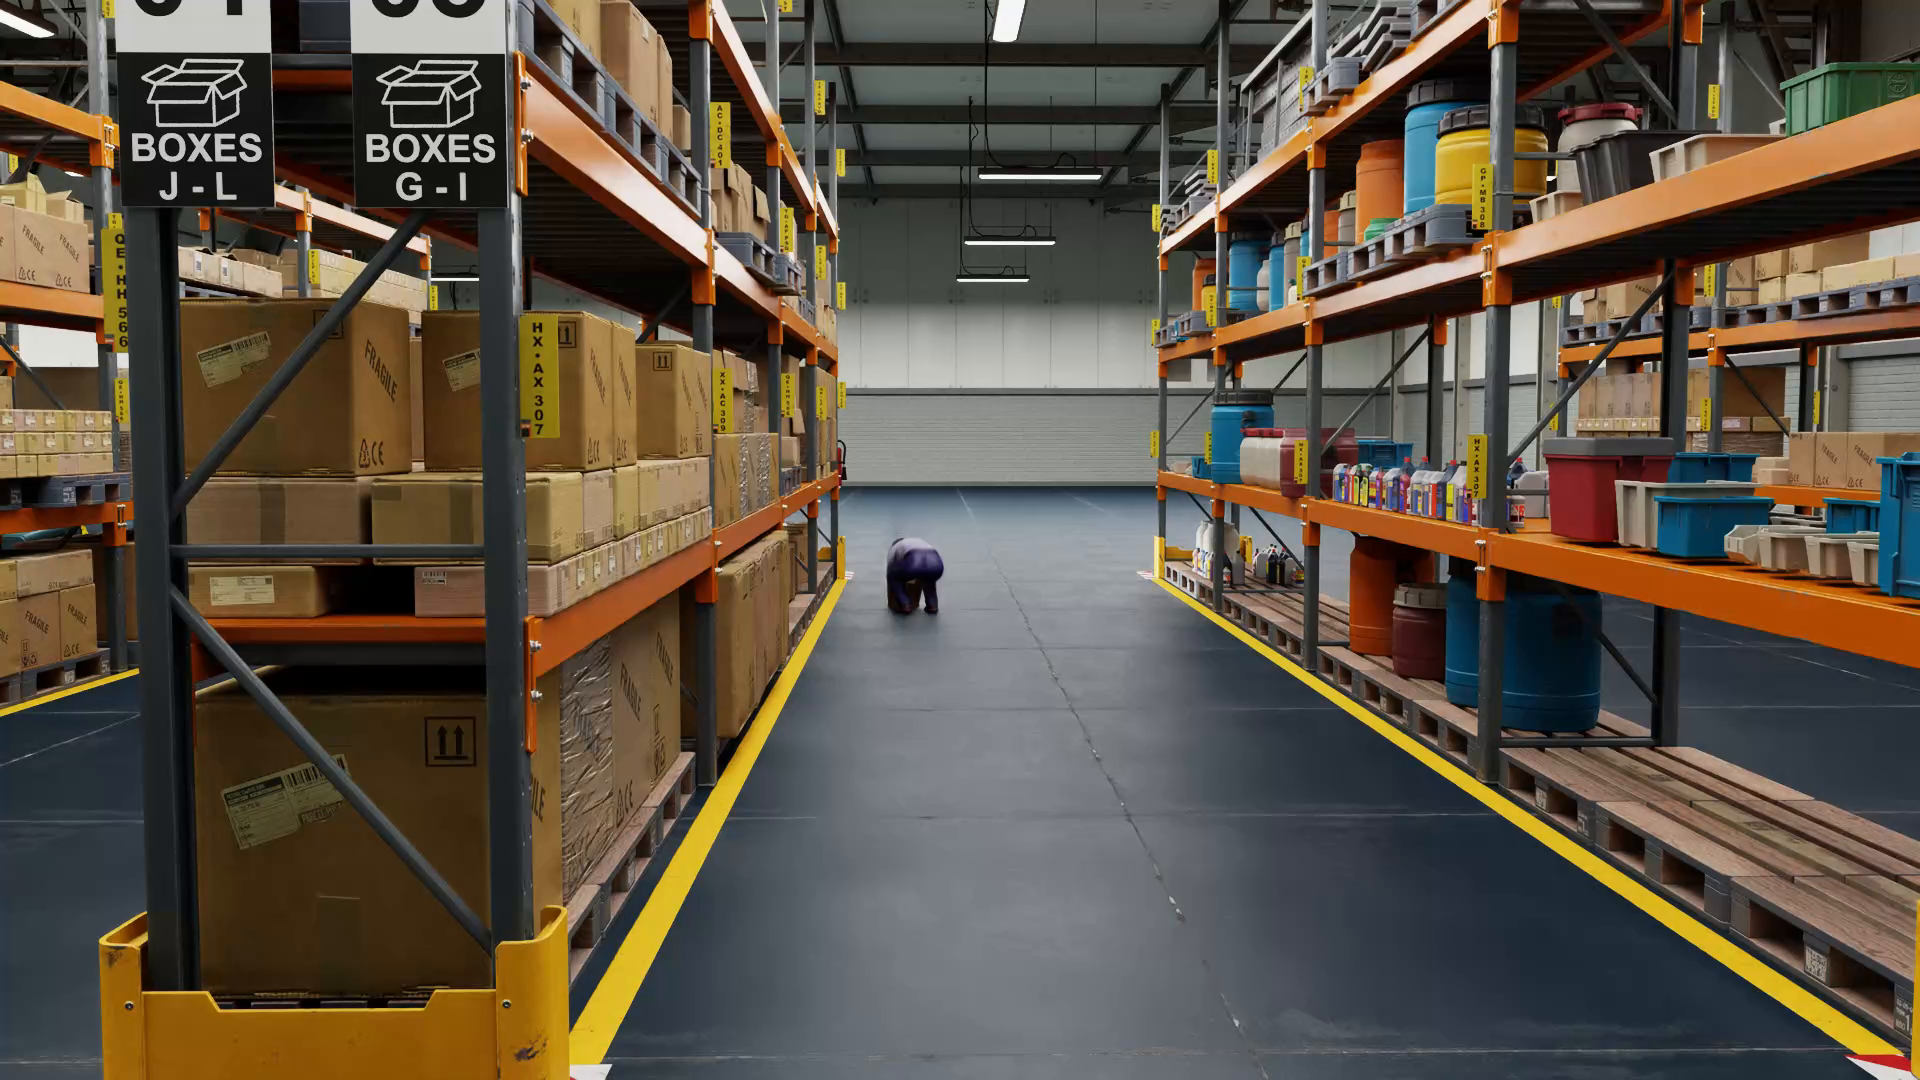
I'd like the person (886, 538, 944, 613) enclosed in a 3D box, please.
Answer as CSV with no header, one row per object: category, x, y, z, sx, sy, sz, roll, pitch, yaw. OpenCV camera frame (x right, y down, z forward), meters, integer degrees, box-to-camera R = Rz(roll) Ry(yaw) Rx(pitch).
person,-0.482,0.361,16.770,0.509,0.736,0.910,-1,4,-19
